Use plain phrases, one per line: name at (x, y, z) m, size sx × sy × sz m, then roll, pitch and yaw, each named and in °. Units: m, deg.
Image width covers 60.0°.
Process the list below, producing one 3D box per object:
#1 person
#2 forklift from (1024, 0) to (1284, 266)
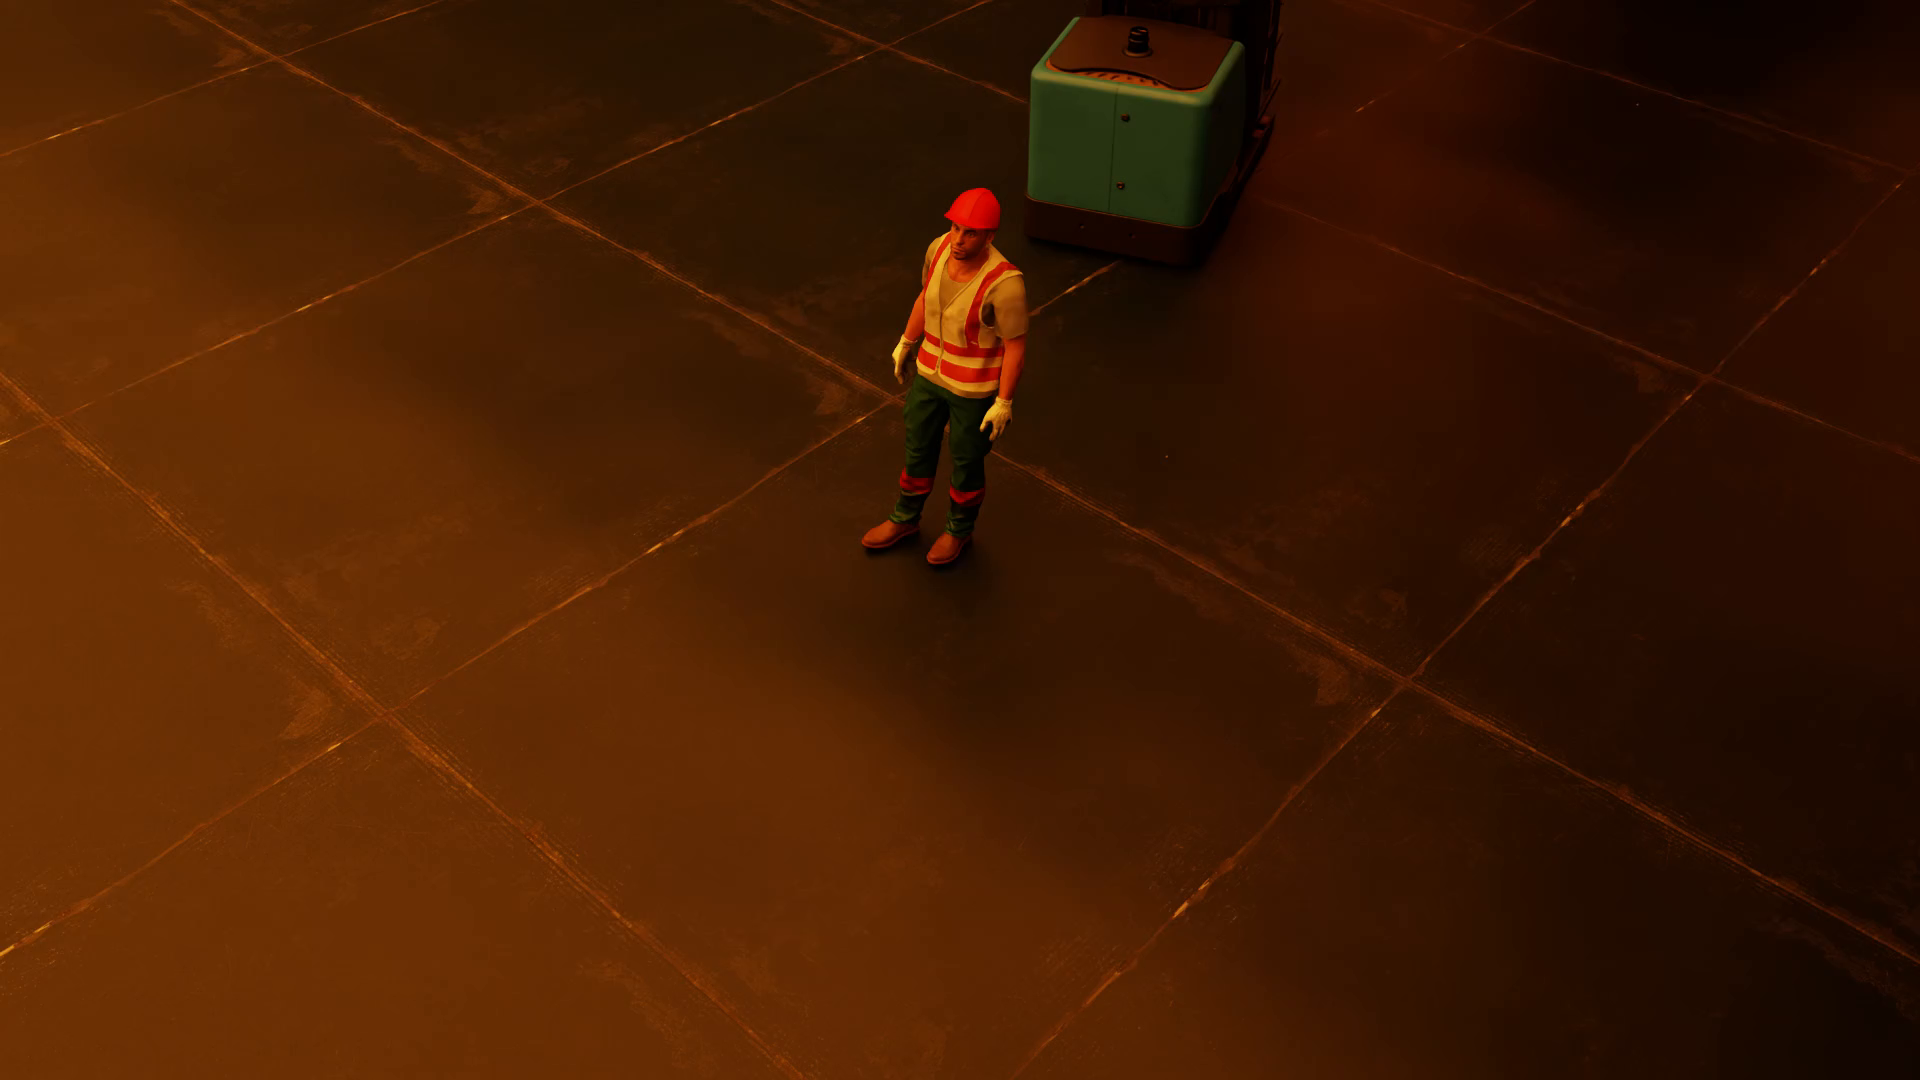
person at (-0.064, -0.651, 7.053) m, size 0.637 × 1.790 × 0.562 m, roll 31°, pitch 49°, yaw 31°
forklift at (1.369, -3.626, 9.654) m, size 1.130 × 2.935 × 3.031 m, roll 14°, pitch 43°, yaw 16°
